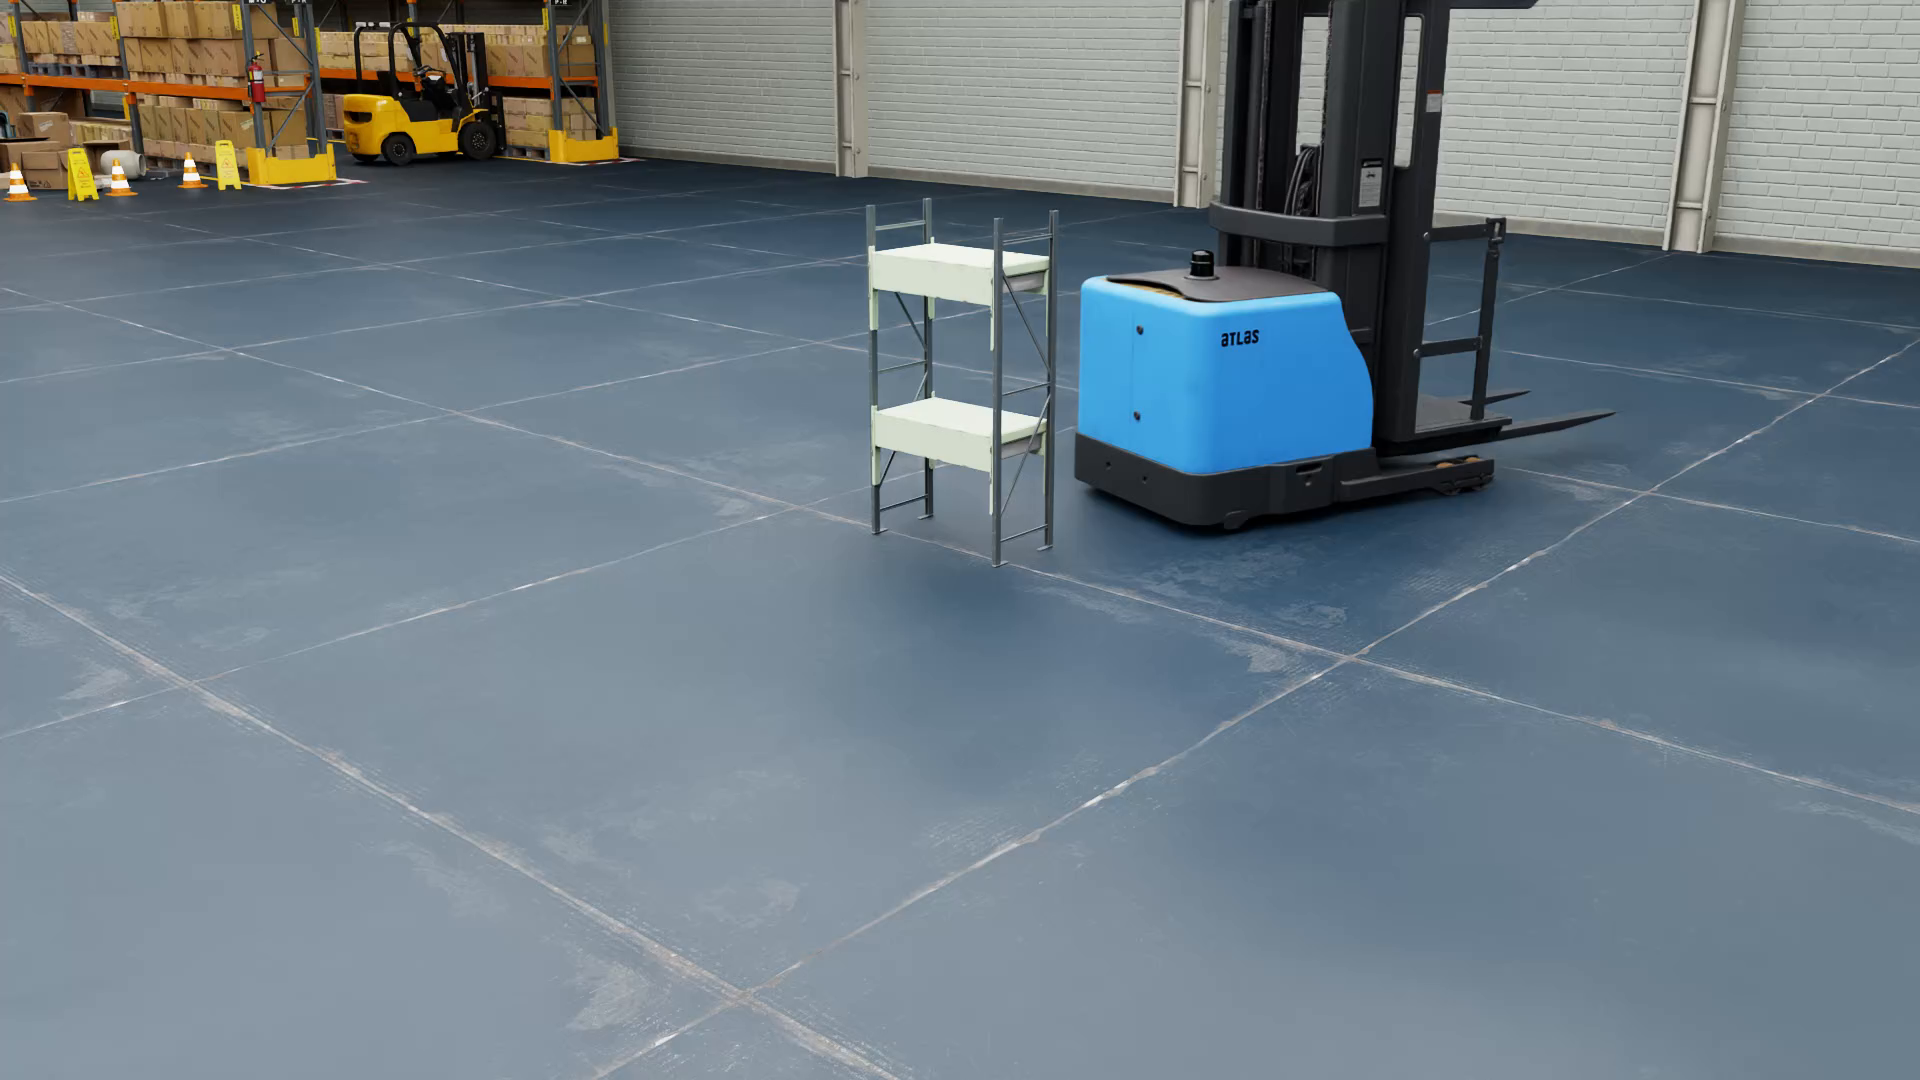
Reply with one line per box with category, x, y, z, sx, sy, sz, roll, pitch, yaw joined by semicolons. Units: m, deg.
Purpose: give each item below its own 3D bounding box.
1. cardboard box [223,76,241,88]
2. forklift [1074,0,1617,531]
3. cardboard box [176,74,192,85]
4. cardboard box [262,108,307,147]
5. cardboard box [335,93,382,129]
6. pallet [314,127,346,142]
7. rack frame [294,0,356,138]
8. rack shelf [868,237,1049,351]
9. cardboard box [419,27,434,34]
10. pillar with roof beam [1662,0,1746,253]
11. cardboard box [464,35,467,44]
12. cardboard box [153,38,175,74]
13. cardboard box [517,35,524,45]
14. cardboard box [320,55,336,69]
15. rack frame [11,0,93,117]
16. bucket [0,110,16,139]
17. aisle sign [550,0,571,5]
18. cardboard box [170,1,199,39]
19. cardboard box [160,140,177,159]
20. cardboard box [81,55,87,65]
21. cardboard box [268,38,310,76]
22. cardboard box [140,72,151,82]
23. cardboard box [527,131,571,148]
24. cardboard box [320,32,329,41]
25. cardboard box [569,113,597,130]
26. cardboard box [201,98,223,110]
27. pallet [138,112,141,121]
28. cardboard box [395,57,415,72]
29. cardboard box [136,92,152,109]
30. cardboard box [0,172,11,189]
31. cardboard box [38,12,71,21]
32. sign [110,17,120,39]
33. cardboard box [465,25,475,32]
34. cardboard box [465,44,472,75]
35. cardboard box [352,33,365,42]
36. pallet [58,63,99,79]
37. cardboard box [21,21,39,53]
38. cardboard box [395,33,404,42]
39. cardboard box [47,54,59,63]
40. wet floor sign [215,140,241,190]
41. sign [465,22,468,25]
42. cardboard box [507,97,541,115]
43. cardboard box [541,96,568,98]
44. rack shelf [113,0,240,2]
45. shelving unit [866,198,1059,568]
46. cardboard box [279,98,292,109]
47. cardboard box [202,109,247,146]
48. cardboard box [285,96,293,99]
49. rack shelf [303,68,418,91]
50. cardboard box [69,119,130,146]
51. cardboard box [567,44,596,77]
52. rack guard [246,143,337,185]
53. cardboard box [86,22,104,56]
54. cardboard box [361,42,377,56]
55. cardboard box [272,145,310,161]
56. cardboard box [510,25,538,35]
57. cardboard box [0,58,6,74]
cardboard box;-10.124;-6.458;23.418;0.250;0.149;0.380;15;23;39
forklift;2.111;-1.746;8.268;3.031;2.935;1.130;-10;20;-28
cardboard box;-11.251;-6.770;24.400;0.250;0.149;0.380;15;23;39
cardboard box;-9.877;-6.002;24.176;0.500;0.500;0.500;14;22;37
cardboard box;-11.180;-8.066;31.300;0.625;0.625;0.875;16;24;41
pallet;-11.541;-7.752;31.690;1.213;0.211;1.003;15;23;39
rack frame;-12.131;-9.256;31.817;0.127;3.000;1.000;15;23;39
rack shelf;0.005;-1.086;7.263;0.720;0.370;0.431;15;23;39
cardboard box;-9.098;-8.820;28.715;0.250;0.149;0.380;16;23;40
pillar with roof beam;4.535;-6.264;12.474;0.400;9.000;9.100;15;23;39
cardboard box;-8.137;-8.422;27.953;0.250;0.149;0.380;14;22;38
cardboard box;-11.529;-7.167;24.580;0.500;0.500;0.500;15;23;39
cardboard box;-6.957;-8.123;27.010;0.250;0.149;0.380;16;23;40
cardboard box;-11.588;-8.938;31.063;0.500;0.250;0.500;14;23;38
rack frame;-15.423;-8.132;28.276;0.127;3.000;1.000;15;23;39
bucket;-14.009;-5.847;23.975;0.726;0.611;0.620;-9;10;-27
aisle sign;-6.293;-8.809;26.111;0.004;0.787;0.394;15;23;39
cardboard box;-10.790;-7.427;23.746;0.500;0.500;0.700;15;23;39
cardboard box;-11.762;-5.934;25.202;0.500;0.250;0.500;17;24;42
cardboard box;-13.753;-7.658;26.504;0.250;0.149;0.380;15;23;39
cardboard box;-9.610;-6.873;23.652;0.500;0.500;0.500;15;23;38
cardboard box;-12.185;-7.034;25.232;0.250;0.149;0.380;16;24;41
cardboard box;-6.709;-6.562;27.180;0.500;0.250;0.500;15;23;40
cardboard box;-11.678;-9.383;30.980;0.250;0.149;0.380;16;24;41
cardboard box;-6.361;-6.918;27.478;0.500;0.250;0.500;16;23;40
cardboard box;-10.717;-6.293;24.022;0.250;0.149;0.380;16;23;40
pallet;-17.461;-9.357;36.748;1.213;0.211;1.003;15;23;39
cardboard box;-9.690;-8.423;29.441;0.500;0.250;0.500;16;23;40
cardboard box;-17.720;-9.728;36.738;0.637;0.503;0.797;14;22;37
cardboard box;-13.133;-4.957;22.791;0.396;0.266;0.258;-13;22;-36
cardboard box;-15.630;-8.810;28.596;0.500;0.500;0.500;14;22;37
sign;-12.797;-7.754;25.172;0.005;0.325;0.100;15;23;39
cardboard box;-8.082;-8.579;27.956;0.250;0.149;0.380;15;23;39
cardboard box;-8.201;-8.150;28.167;0.500;0.500;0.500;15;23;39
cardboard box;-10.767;-9.113;30.130;0.250;0.149;0.380;14;23;38
pallet;-13.915;-7.652;27.082;1.213;0.211;1.003;15;23;39
cardboard box;-15.240;-8.379;27.702;0.500;0.500;0.500;14;22;38
cardboard box;-9.747;-8.875;29.381;0.250;0.149;0.380;15;23;38
cardboard box;-14.748;-7.915;27.315;0.250;0.149;0.380;15;23;40
wet floor sign;-10.008;-5.123;22.688;0.267;0.644;0.232;-9;20;-27
sign;-8.772;-9.029;29.540;0.005;0.325;0.100;15;23;39
cardboard box;-7.085;-7.138;27.344;0.500;0.250;0.500;16;23;40
cardboard box;-6.757;-7.254;27.709;0.500;0.250;0.500;15;23;39
rack shelf;-10.935;-8.014;24.135;4.000;0.370;1.077;15;23;39
shelving unit;0.005;-0.714;7.381;0.755;1.500;0.431;15;23;39
cardboard box;-12.957;-8.403;32.570;0.500;0.500;0.500;15;23;38
cardboard box;-10.604;-5.978;24.102;0.500;0.500;0.500;16;24;41
cardboard box;-12.893;-8.663;32.316;0.250;0.149;0.380;14;22;36
rack shelf;-10.635;-8.511;30.660;4.000;0.370;1.077;15;23;39
cardboard box;-14.450;-6.817;27.784;0.625;0.372;0.950;14;23;38
cardboard box;-6.334;-7.859;27.252;0.500;0.500;0.500;16;24;41
rack guard;-9.496;-5.349;23.641;0.348;0.500;1.175;15;23;39
cardboard box;-13.301;-7.858;26.063;0.500;0.500;0.500;15;23;40
cardboard box;-10.444;-8.866;30.009;0.500;0.250;0.500;16;23;40
cardboard box;-9.859;-5.640;24.274;0.500;0.250;0.500;15;23;39
cardboard box;-7.111;-8.328;27.164;0.250;0.149;0.380;15;23;40
cardboard box;-16.366;-8.202;28.745;0.500;0.250;0.500;16;23;40
